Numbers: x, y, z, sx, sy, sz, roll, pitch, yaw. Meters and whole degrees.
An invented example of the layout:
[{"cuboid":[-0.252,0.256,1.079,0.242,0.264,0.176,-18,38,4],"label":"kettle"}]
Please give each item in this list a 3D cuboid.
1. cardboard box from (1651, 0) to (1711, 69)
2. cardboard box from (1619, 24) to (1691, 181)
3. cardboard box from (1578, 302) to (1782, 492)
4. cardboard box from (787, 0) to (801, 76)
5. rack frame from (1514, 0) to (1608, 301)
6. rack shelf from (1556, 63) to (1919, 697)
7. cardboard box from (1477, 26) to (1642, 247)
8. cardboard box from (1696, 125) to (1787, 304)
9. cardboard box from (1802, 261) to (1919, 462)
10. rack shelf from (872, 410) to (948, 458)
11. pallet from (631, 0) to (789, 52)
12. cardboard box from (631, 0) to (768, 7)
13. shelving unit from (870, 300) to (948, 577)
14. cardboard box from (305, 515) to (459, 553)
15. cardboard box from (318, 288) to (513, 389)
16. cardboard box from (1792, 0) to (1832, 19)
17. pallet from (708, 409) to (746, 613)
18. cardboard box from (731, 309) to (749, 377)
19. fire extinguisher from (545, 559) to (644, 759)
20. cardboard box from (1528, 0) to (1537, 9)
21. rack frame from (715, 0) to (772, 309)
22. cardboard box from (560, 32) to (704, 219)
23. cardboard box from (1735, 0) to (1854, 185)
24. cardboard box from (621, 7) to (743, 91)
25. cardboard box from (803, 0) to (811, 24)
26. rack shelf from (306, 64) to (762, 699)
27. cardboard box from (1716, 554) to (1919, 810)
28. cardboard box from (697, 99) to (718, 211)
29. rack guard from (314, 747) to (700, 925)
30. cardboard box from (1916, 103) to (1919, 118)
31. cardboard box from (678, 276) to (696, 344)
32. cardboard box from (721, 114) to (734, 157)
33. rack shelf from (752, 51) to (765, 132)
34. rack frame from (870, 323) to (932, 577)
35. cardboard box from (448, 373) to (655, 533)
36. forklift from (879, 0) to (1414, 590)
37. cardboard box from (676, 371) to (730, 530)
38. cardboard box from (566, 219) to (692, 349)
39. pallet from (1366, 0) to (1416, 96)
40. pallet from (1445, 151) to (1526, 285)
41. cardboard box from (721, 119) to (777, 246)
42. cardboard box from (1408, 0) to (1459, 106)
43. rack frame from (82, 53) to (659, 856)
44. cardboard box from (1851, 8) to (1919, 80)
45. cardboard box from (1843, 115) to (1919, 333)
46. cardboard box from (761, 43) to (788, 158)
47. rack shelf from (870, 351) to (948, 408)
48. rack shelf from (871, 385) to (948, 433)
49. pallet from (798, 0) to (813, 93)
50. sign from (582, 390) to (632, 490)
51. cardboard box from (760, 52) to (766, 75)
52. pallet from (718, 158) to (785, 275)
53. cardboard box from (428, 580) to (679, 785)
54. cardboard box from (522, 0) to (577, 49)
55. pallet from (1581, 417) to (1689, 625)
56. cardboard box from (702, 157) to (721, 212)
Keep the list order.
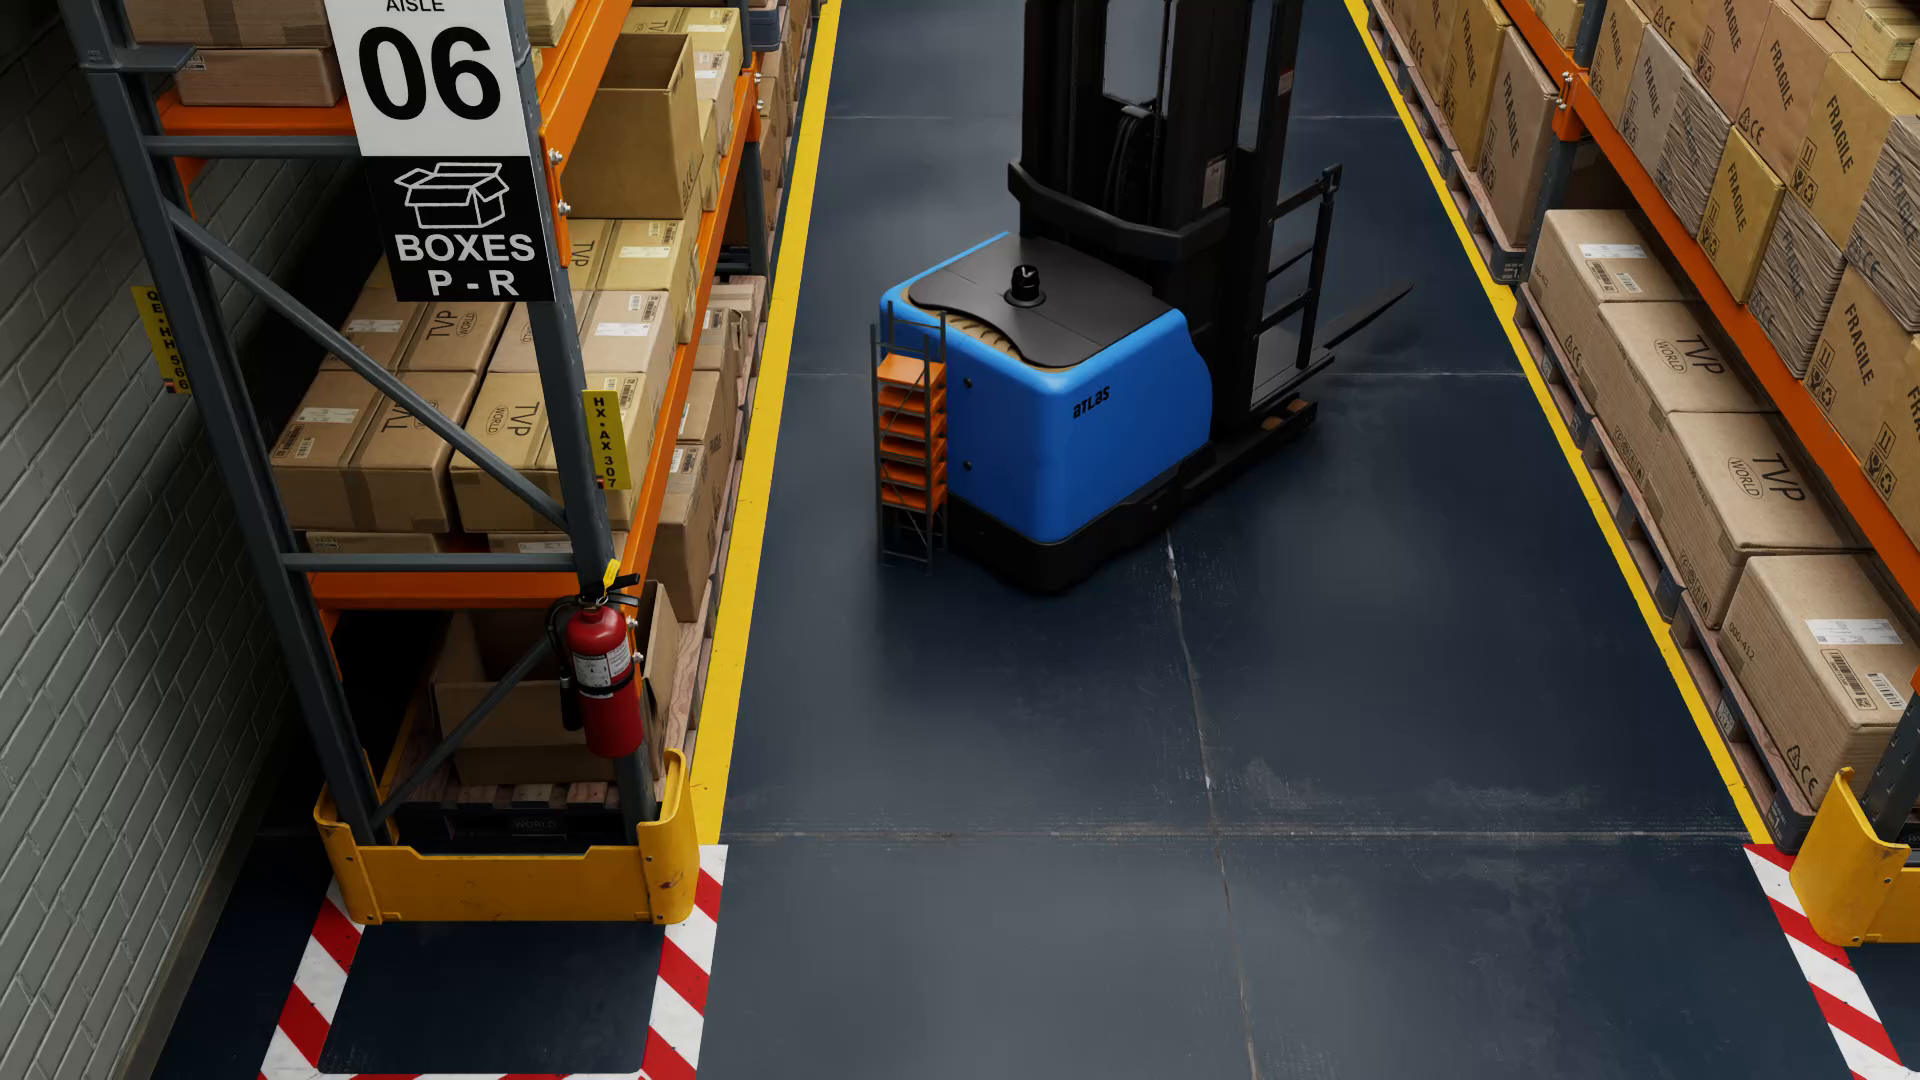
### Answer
[{"cuboid":[3.214,-2.252,6.782,0.500,0.500,0.500,-1,39,-1],"label":"cardboard box"},{"cuboid":[3.196,-1.867,7.102,0.500,0.500,0.500,0,39,0],"label":"cardboard box"},{"cuboid":[3.356,-0.648,7.373,0.875,0.438,0.875,-1,39,-1],"label":"cardboard box"},{"cuboid":[-1.299,-3.216,10.528,0.500,0.500,0.500,2,39,2],"label":"cardboard box"},{"cuboid":[3.461,-2.437,7.892,1.000,3.000,0.127,0,39,0],"label":"rack frame"},{"cuboid":[3.463,-0.905,6.556,1.077,0.370,4.000,0,39,0],"label":"rack shelf"},{"cuboid":[3.380,-2.159,8.909,0.875,0.875,0.875,1,39,1],"label":"cardboard box"},{"cuboid":[3.191,-1.234,6.311,0.500,0.500,0.500,1,39,1],"label":"cardboard box"},{"cuboid":[3.215,-0.590,5.507,0.500,0.500,0.500,-1,39,-1],"label":"cardboard box"},{"cuboid":[-0.200,-0.449,6.730,0.258,0.103,0.180,13,40,15],"label":"rack shelf"},{"cuboid":[-1.395,-2.856,8.568,1.003,0.211,1.213,0,39,0],"label":"pallet"},{"cuboid":[-1.280,-2.936,8.100,0.700,0.500,0.500,1,39,1],"label":"cardboard box"},{"cuboid":[-0.200,-0.390,6.777,0.258,1.200,0.189,13,40,15],"label":"shelving unit"},{"cuboid":[-1.767,-0.038,5.100,0.380,0.149,0.250,0,39,-1],"label":"cardboard box"},{"cuboid":[-1.763,-0.597,5.478,0.500,0.250,0.500,0,39,0],"label":"cardboard box"},{"cuboid":[3.185,-1.969,5.910,0.380,0.149,0.250,0,39,0],"label":"cardboard box"},{"cuboid":[-1.499,-0.148,7.266,1.003,0.211,1.213,0,39,0],"label":"pallet"},{"cuboid":[-1.208,-0.956,7.895,0.396,0.266,0.258,1,39,2],"label":"cardboard box"},{"cuboid":[-1.036,0.338,4.790,0.296,0.674,0.183,0,39,0],"label":"fire extinguisher"},{"cuboid":[3.209,-2.977,8.686,0.500,0.250,0.500,-1,39,-1],"label":"cardboard box"},{"cuboid":[-1.503,-2.431,7.885,1.000,3.000,0.127,0,39,0],"label":"rack frame"},{"cuboid":[-1.231,-1.501,6.007,0.500,0.500,0.500,1,39,1],"label":"cardboard box"},{"cuboid":[3.201,-1.616,5.989,0.500,0.500,0.500,0,39,0],"label":"cardboard box"},{"cuboid":[-1.258,-2.170,7.441,0.500,0.250,0.500,1,39,1],"label":"cardboard box"},{"cuboid":[-1.292,-3.856,11.327,0.500,0.500,0.500,1,39,1],"label":"cardboard box"},{"cuboid":[-1.500,-0.899,6.549,1.077,0.370,4.000,0,39,0],"label":"rack shelf"},{"cuboid":[3.365,0.488,5.955,0.875,0.438,0.875,-1,39,-2],"label":"cardboard box"},{"cuboid":[-1.256,-1.545,6.661,0.500,0.250,0.500,0,39,0],"label":"cardboard box"},{"cuboid":[-1.498,0.999,5.604,1.175,0.500,0.348,0,39,0],"label":"rack guard"},{"cuboid":[3.197,-1.320,5.100,0.380,0.149,0.250,1,39,1],"label":"cardboard box"},{"cuboid":[-1.176,-0.843,6.104,0.380,0.149,0.250,-1,39,-1],"label":"cardboard box"},{"cuboid":[-1.203,-1.808,7.309,0.380,0.149,0.250,1,39,1],"label":"cardboard box"},{"cuboid":[-1.505,-3.401,9.670,1.077,0.370,4.000,0,39,0],"label":"rack shelf"},{"cuboid":[-0.231,-0.336,6.710,0.240,1.200,0.006,13,40,15],"label":"rack frame"},{"cuboid":[-1.229,-0.271,5.071,0.500,0.250,0.500,0,39,0],"label":"cardboard box"},{"cuboid":[1.041,-1.760,7.103,1.130,2.935,3.031,31,48,33],"label":"forklift"},{"cuboid":[-1.267,-0.366,6.971,0.500,0.500,0.500,1,39,1],"label":"cardboard box"},{"cuboid":[-1.234,-0.903,5.860,0.500,0.250,0.500,-1,39,-1],"label":"cardboard box"},{"cuboid":[3.382,-3.357,11.270,1.003,0.211,1.213,0,39,0],"label":"pallet"},{"cuboid":[3.385,-1.831,9.366,1.003,0.211,1.213,0,39,0],"label":"pallet"},{"cuboid":[-1.278,-1.922,8.913,0.500,0.500,0.500,2,39,2],"label":"cardboard box"},{"cuboid":[3.371,-3.283,10.311,0.875,0.875,0.875,0,39,1],"label":"cardboard box"},{"cuboid":[-1.498,0.071,4.763,1.000,3.000,0.127,0,39,0],"label":"rack frame"},{"cuboid":[3.208,-1.640,5.499,0.380,0.149,0.250,1,39,1],"label":"cardboard box"},{"cuboid":[3.197,-0.993,5.210,0.500,0.500,0.500,0,39,0],"label":"cardboard box"},{"cuboid":[-1.285,-2.567,9.718,0.500,0.500,0.500,-1,39,-1],"label":"cardboard box"},{"cuboid":[-0.200,-0.636,6.580,0.258,0.103,0.180,13,40,15],"label":"rack shelf"},{"cuboid":[-0.200,-0.542,6.655,0.258,0.103,0.180,13,40,15],"label":"rack shelf"},{"cuboid":[-1.544,-3.377,11.295,1.003,0.211,1.213,0,39,0],"label":"pallet"},{"cuboid":[-0.956,-0.268,4.493,0.100,0.325,0.005,0,39,0],"label":"sign"},{"cuboid":[-1.303,-2.758,9.437,0.380,0.149,0.250,0,39,0],"label":"cardboard box"},{"cuboid":[-1.542,-1.851,9.391,1.003,0.211,1.213,0,39,0],"label":"pallet"},{"cuboid":[-1.404,0.498,5.890,0.797,0.503,0.637,-1,39,-2],"label":"cardboard box"},{"cuboid":[-1.225,-1.435,4.126,0.500,0.250,0.500,0,39,-1],"label":"cardboard box"},{"cuboid":[3.388,-0.108,7.216,1.003,0.211,1.213,0,39,0],"label":"pallet"},{"cuboid":[-1.202,-1.484,6.905,0.380,0.149,0.250,-1,39,-1],"label":"cardboard box"}]
